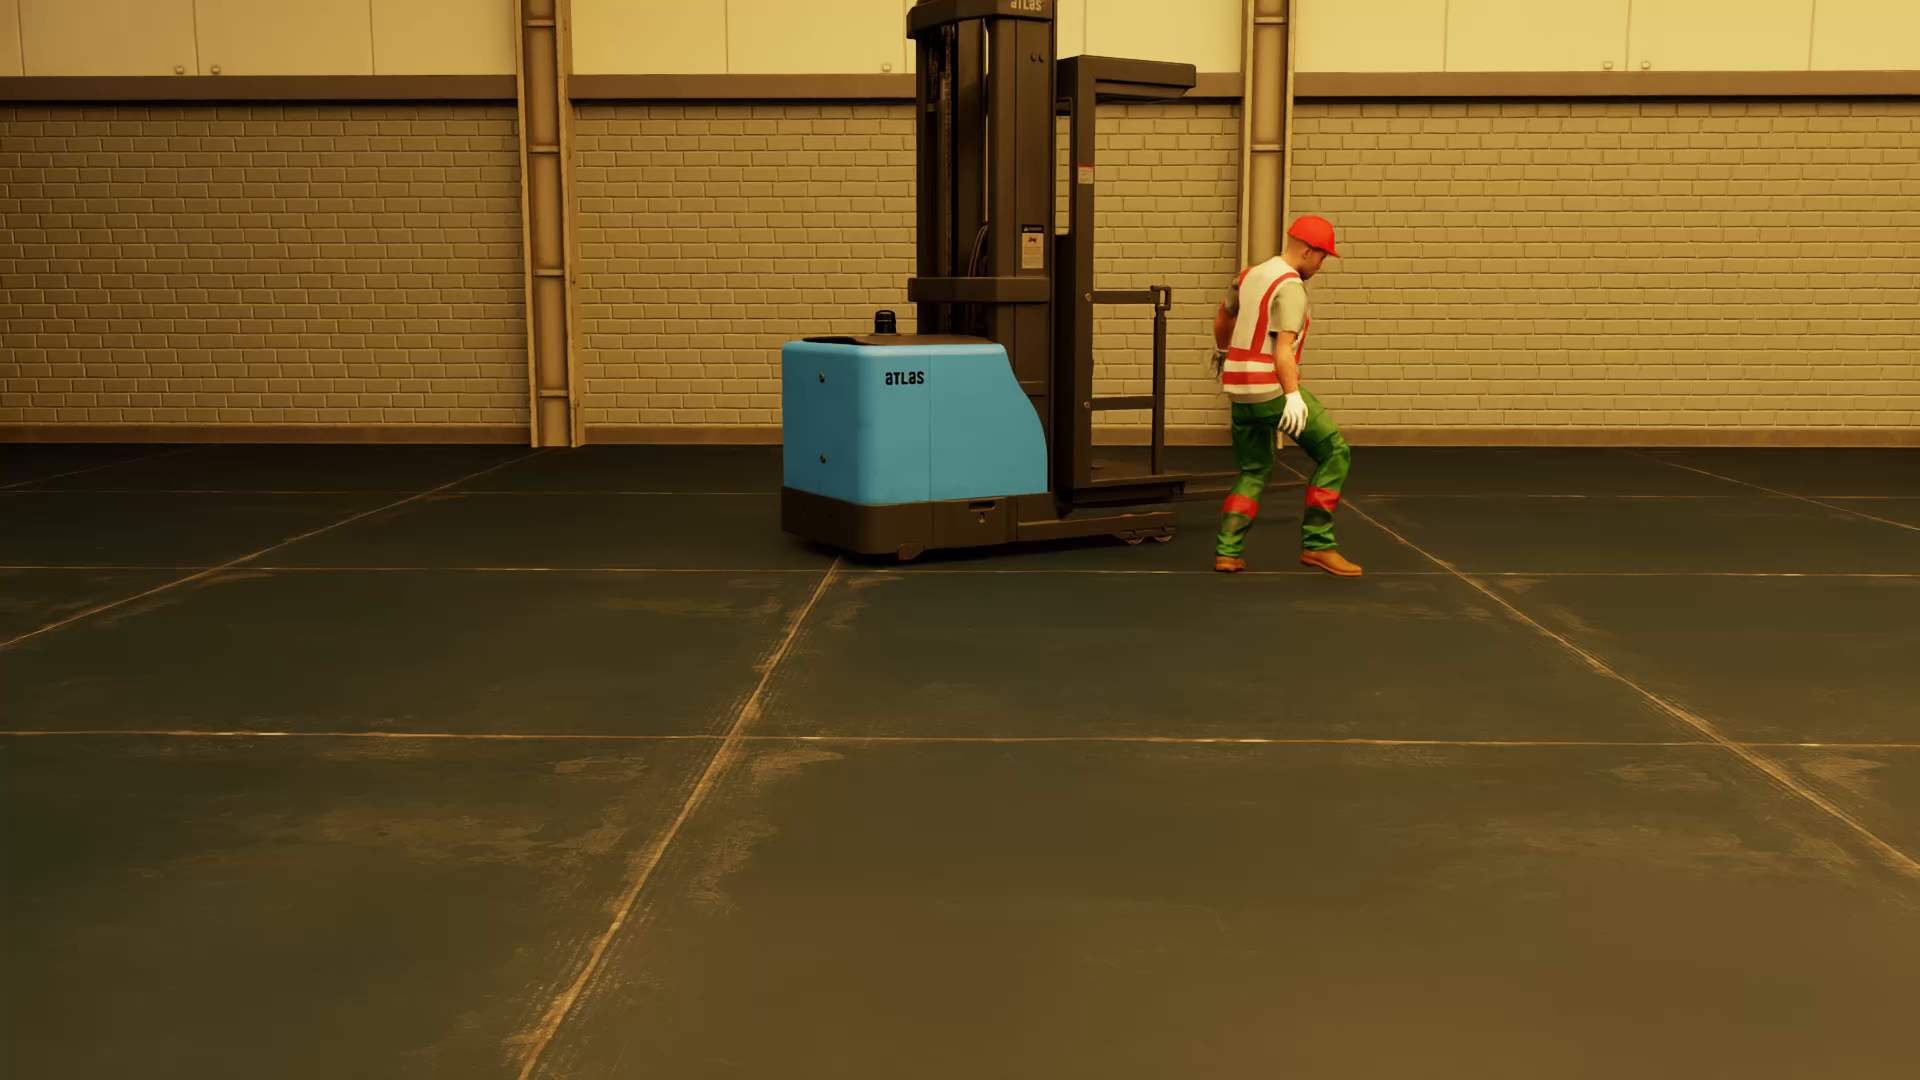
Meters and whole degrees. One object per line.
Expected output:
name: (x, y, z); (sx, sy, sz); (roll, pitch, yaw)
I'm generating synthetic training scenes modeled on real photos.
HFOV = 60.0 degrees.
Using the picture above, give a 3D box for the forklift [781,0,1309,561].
forklift: (0.578, -1.487, 9.028); (3.031, 2.935, 1.130); (-5, 10, -30)

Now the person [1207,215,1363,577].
person: (1.486, -0.680, 7.940); (0.542, 1.706, 1.140); (-3, 9, -21)
